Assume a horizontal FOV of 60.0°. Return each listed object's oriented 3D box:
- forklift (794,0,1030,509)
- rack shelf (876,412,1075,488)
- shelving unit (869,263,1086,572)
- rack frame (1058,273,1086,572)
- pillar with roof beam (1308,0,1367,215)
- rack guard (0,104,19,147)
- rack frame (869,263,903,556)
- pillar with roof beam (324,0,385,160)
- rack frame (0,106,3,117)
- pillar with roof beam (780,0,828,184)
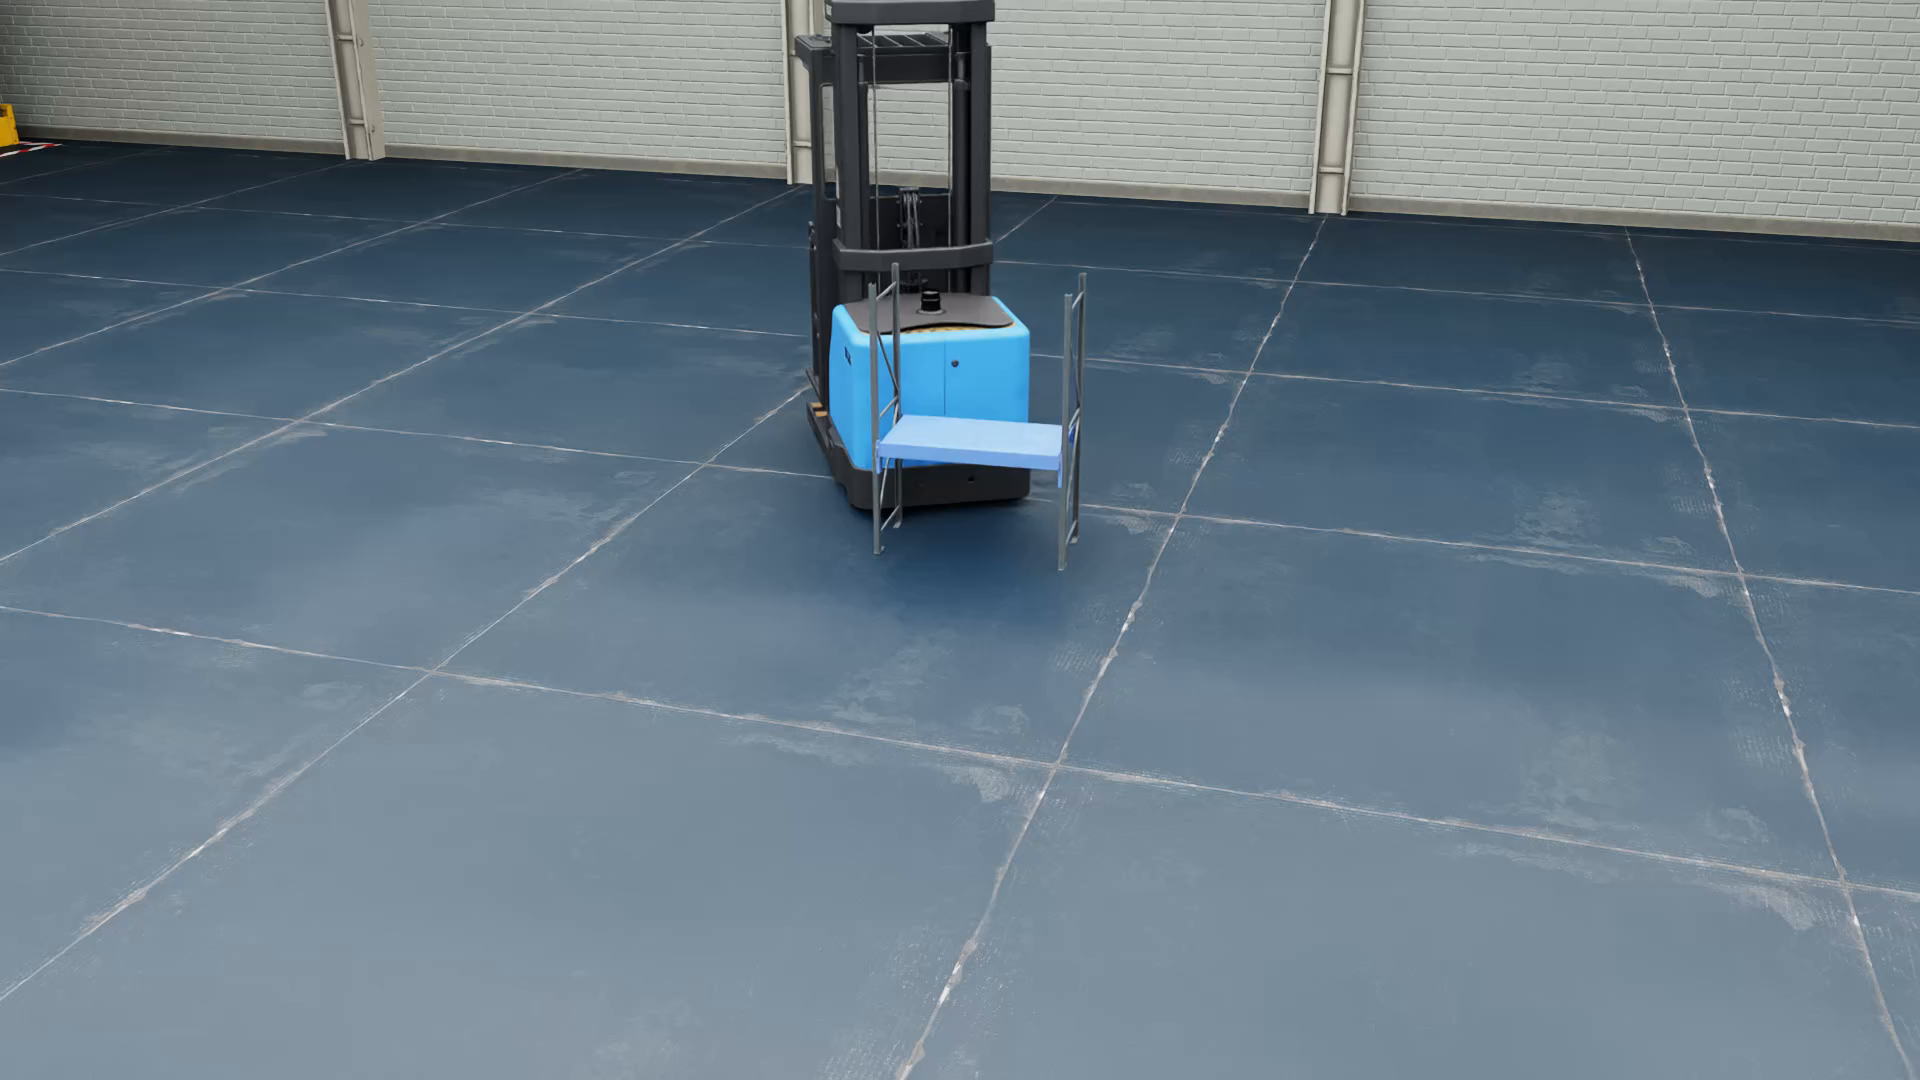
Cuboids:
[{"bbox_3d":[-0.407,-2.059,10.428,1.130,2.935,3.031,-5,23,-11],"label":"forklift"},{"bbox_3d":[0.097,-0.493,8.970,1.000,0.185,0.538,5,23,12],"label":"rack shelf"},{"bbox_3d":[0.097,-0.660,8.902,1.048,1.500,0.538,5,23,12],"label":"shelving unit"},{"bbox_3d":[0.593,-0.617,8.797,0.032,1.500,0.500,5,23,12],"label":"rack frame"},{"bbox_3d":[2.719,-6.130,12.358,0.400,9.000,9.100,7,23,16],"label":"pillar with roof beam"},{"bbox_3d":[-12.841,-5.329,21.603,0.348,0.500,1.175,7,23,16],"label":"rack guard"},{"bbox_3d":[-0.398,-0.703,9.007,0.032,1.500,0.500,5,23,12],"label":"rack frame"},{"bbox_3d":[-8.770,-7.446,15.565,0.400,9.000,9.100,7,23,16],"label":"pillar with roof beam"},{"bbox_3d":[-12.864,-6.488,21.135,0.127,3.000,1.000,7,23,16],"label":"rack frame"},{"bbox_3d":[-3.026,-6.788,13.961,0.400,9.000,9.100,7,23,16],"label":"pillar with roof beam"}]
